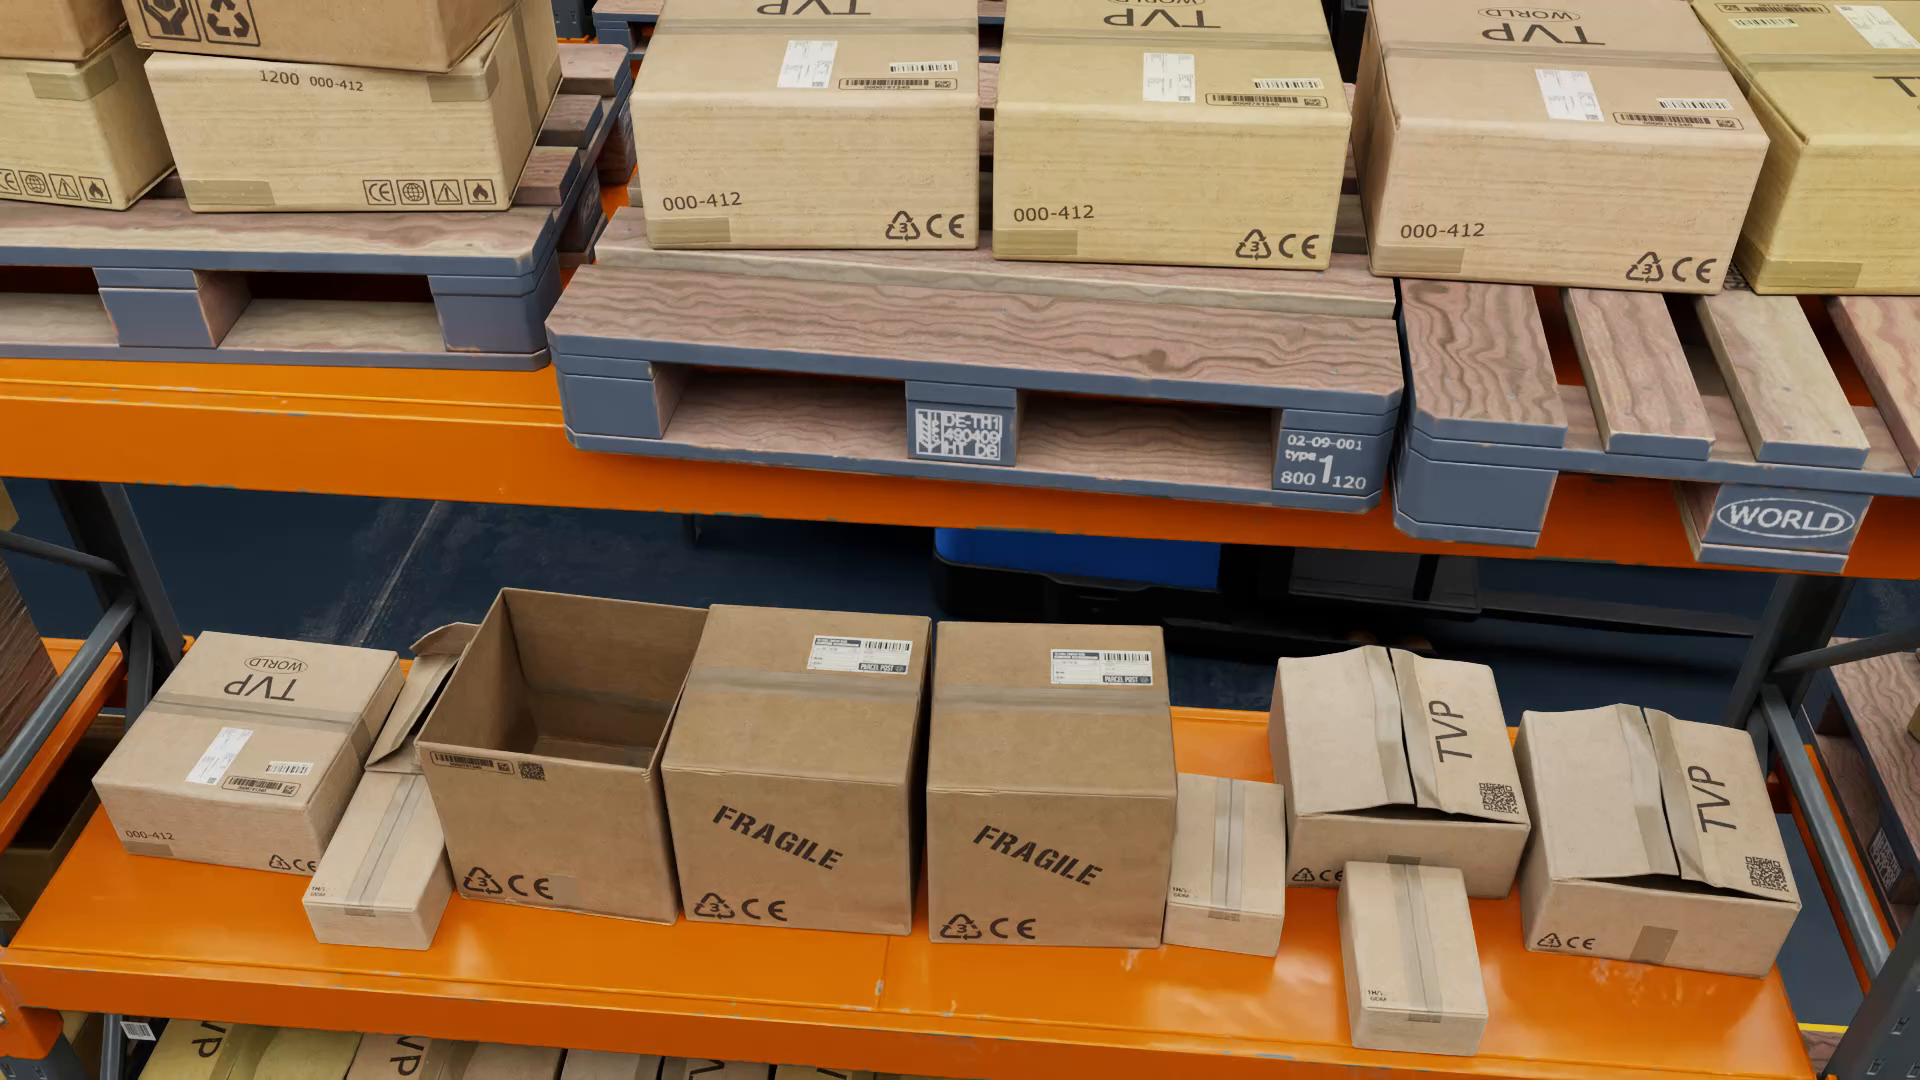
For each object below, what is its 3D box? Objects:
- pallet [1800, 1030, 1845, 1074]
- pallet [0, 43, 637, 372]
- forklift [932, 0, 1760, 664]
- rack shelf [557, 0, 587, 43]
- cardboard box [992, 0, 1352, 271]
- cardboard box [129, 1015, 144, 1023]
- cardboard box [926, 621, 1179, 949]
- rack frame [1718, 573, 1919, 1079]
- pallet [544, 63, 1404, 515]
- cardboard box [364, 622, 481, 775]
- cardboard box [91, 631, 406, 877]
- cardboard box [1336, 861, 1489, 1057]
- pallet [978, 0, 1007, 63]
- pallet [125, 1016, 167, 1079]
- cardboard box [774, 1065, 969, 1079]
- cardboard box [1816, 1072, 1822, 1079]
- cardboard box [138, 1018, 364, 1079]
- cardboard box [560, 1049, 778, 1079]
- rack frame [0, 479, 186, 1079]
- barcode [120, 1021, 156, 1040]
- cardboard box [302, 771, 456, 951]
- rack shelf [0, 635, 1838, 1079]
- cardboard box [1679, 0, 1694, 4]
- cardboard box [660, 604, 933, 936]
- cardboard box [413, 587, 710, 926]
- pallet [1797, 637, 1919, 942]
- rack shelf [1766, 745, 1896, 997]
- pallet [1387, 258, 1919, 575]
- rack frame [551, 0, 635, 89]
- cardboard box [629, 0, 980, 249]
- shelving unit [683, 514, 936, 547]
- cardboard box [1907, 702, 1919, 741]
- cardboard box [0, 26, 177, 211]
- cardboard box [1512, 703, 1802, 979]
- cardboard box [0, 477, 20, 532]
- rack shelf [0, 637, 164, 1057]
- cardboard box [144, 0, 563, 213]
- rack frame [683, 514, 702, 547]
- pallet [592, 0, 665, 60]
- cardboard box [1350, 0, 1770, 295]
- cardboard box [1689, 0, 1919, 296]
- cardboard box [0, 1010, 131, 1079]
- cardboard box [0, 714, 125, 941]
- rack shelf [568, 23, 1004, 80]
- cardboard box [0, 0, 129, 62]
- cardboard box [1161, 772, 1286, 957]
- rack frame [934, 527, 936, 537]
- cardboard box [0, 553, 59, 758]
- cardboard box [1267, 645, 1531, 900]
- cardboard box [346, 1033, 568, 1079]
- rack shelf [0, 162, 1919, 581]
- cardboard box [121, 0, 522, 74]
[{"bbox_3d":[2.604,1.798,4.374,1.213,0.211,1.003,3,39,4],"label":"pallet"},{"bbox_3d":[-1.241,-0.615,2.905,1.217,0.209,0.805,2,39,2],"label":"pallet"},{"bbox_3d":[1.459,-0.986,5.640,3.031,2.935,1.130,6,40,7],"label":"forklift"},{"bbox_3d":[-3.690,-2.512,8.029,4.000,0.370,1.077,3,39,4],"label":"rack shelf"},{"bbox_3d":[0.314,-0.661,2.596,0.500,0.250,0.500,2,39,3],"label":"cardboard box"},{"bbox_3d":[-2.557,1.122,4.841,0.500,0.250,0.500,3,39,4],"label":"cardboard box"},{"bbox_3d":[0.191,0.532,3.641,0.500,0.500,0.500,1,39,1],"label":"cardboard box"},{"bbox_3d":[1.864,0.652,3.573,0.127,3.000,1.000,3,39,4],"label":"rack frame"},{"bbox_3d":[0.066,-0.478,2.734,1.213,0.211,1.003,5,39,6],"label":"pallet"},{"bbox_3d":[-1.230,0.419,3.966,0.258,0.266,0.396,2,39,3],"label":"cardboard box"},{"bbox_3d":[-1.627,0.492,3.889,0.500,0.250,0.500,5,39,7],"label":"cardboard box"},{"bbox_3d":[0.944,0.874,3.499,0.250,0.149,0.380,3,39,4],"label":"cardboard box"},{"bbox_3d":[0.312,-2.471,7.562,1.213,0.211,1.003,3,39,4],"label":"pallet"},{"bbox_3d":[-2.910,1.446,4.806,1.213,0.211,1.003,3,39,4],"label":"pallet"},{"bbox_3d":[-0.199,1.382,4.077,0.500,0.311,0.500,4,39,5],"label":"cardboard box"},{"bbox_3d":[2.293,1.655,3.972,0.500,0.500,0.500,5,39,6],"label":"cardboard box"},{"bbox_3d":[-1.731,1.299,4.179,0.500,0.311,0.500,3,39,4],"label":"cardboard box"},{"bbox_3d":[-0.717,1.357,4.108,0.500,0.311,0.500,2,39,2],"label":"cardboard box"},{"bbox_3d":[-2.121,0.434,3.841,0.127,3.000,1.000,3,39,4],"label":"rack frame"},{"bbox_3d":[-1.903,1.136,3.849,0.075,0.075,0.001,3,39,4],"label":"barcode"},{"bbox_3d":[-1.256,0.708,3.703,0.250,0.149,0.380,3,39,4],"label":"cardboard box"},{"bbox_3d":[-0.129,0.822,3.934,4.000,0.370,1.077,3,39,4],"label":"rack shelf"},{"bbox_3d":[3.270,-2.404,6.996,0.500,0.500,0.500,4,39,5],"label":"cardboard box"},{"bbox_3d":[-0.334,0.503,3.676,0.500,0.500,0.500,3,39,4],"label":"cardboard box"},{"bbox_3d":[-0.833,0.476,3.710,0.500,0.500,0.500,6,40,7],"label":"cardboard box"},{"bbox_3d":[2.545,0.719,3.642,1.003,0.211,1.213,3,39,4],"label":"pallet"},{"bbox_3d":[3.856,1.040,3.666,4.000,0.370,1.077,3,39,4],"label":"rack shelf"},{"bbox_3d":[1.180,-0.419,2.662,1.003,0.211,1.213,5,39,6],"label":"pallet"},{"bbox_3d":[-1.698,-2.682,7.668,0.127,3.000,1.000,3,39,4],"label":"rack frame"},{"bbox_3d":[-0.222,-0.691,2.633,0.500,0.250,0.500,0,39,0],"label":"cardboard box"},{"bbox_3d":[-0.548,-0.660,6.373,1.048,1.500,0.538,6,40,7],"label":"shelving unit"},{"bbox_3d":[2.501,0.414,3.454,0.500,0.500,0.700,-9,40,-11],"label":"cardboard box"},{"bbox_3d":[-1.508,-0.794,2.760,0.500,0.250,0.500,7,40,8],"label":"cardboard box"},{"bbox_3d":[1.505,0.639,3.659,0.500,0.311,0.500,5,39,7],"label":"cardboard box"},{"bbox_3d":[-2.372,0.007,3.772,0.250,0.149,0.380,3,39,4],"label":"cardboard box"},{"bbox_3d":[-4.114,0.604,4.201,4.000,0.370,1.077,3,39,4],"label":"rack shelf"},{"bbox_3d":[-0.961,-0.766,2.725,0.500,0.250,0.500,0,39,-1],"label":"cardboard box"},{"bbox_3d":[-1.050,-0.712,6.437,0.032,1.500,0.500,6,40,7],"label":"rack frame"},{"bbox_3d":[-0.949,-2.474,7.565,1.213,0.211,1.003,3,39,4],"label":"pallet"},{"bbox_3d":[0.883,-0.623,2.549,0.500,0.250,0.500,4,39,5],"label":"cardboard box"},{"bbox_3d":[1.407,-0.605,2.528,0.500,0.250,0.500,0,39,1],"label":"cardboard box"},{"bbox_3d":[-2.602,1.450,4.438,0.500,0.250,0.500,3,39,4],"label":"cardboard box"},{"bbox_3d":[-2.556,0.825,4.612,0.500,0.500,0.500,3,39,4],"label":"cardboard box"},{"bbox_3d":[0.295,-2.294,7.762,4.000,0.370,1.077,3,39,4],"label":"rack shelf"},{"bbox_3d":[-1.510,-1.066,2.500,0.500,0.500,0.500,4,39,4],"label":"cardboard box"},{"bbox_3d":[0.588,0.715,3.694,0.250,0.149,0.380,6,40,7],"label":"cardboard box"},{"bbox_3d":[-0.046,-0.608,6.309,0.032,1.500,0.500,6,40,7],"label":"rack frame"},{"bbox_3d":[-2.564,0.375,3.834,0.500,0.500,0.700,2,39,3],"label":"cardboard box"},{"bbox_3d":[0.989,0.516,3.811,0.500,0.311,0.500,3,39,3],"label":"cardboard box"},{"bbox_3d":[-1.233,1.330,4.141,0.500,0.311,0.500,3,39,3],"label":"cardboard box"},{"bbox_3d":[-0.129,-0.341,2.987,4.000,0.370,1.077,3,39,4],"label":"rack shelf"},{"bbox_3d":[-0.941,-1.050,2.480,0.500,0.500,0.500,7,40,8],"label":"cardboard box"}]
